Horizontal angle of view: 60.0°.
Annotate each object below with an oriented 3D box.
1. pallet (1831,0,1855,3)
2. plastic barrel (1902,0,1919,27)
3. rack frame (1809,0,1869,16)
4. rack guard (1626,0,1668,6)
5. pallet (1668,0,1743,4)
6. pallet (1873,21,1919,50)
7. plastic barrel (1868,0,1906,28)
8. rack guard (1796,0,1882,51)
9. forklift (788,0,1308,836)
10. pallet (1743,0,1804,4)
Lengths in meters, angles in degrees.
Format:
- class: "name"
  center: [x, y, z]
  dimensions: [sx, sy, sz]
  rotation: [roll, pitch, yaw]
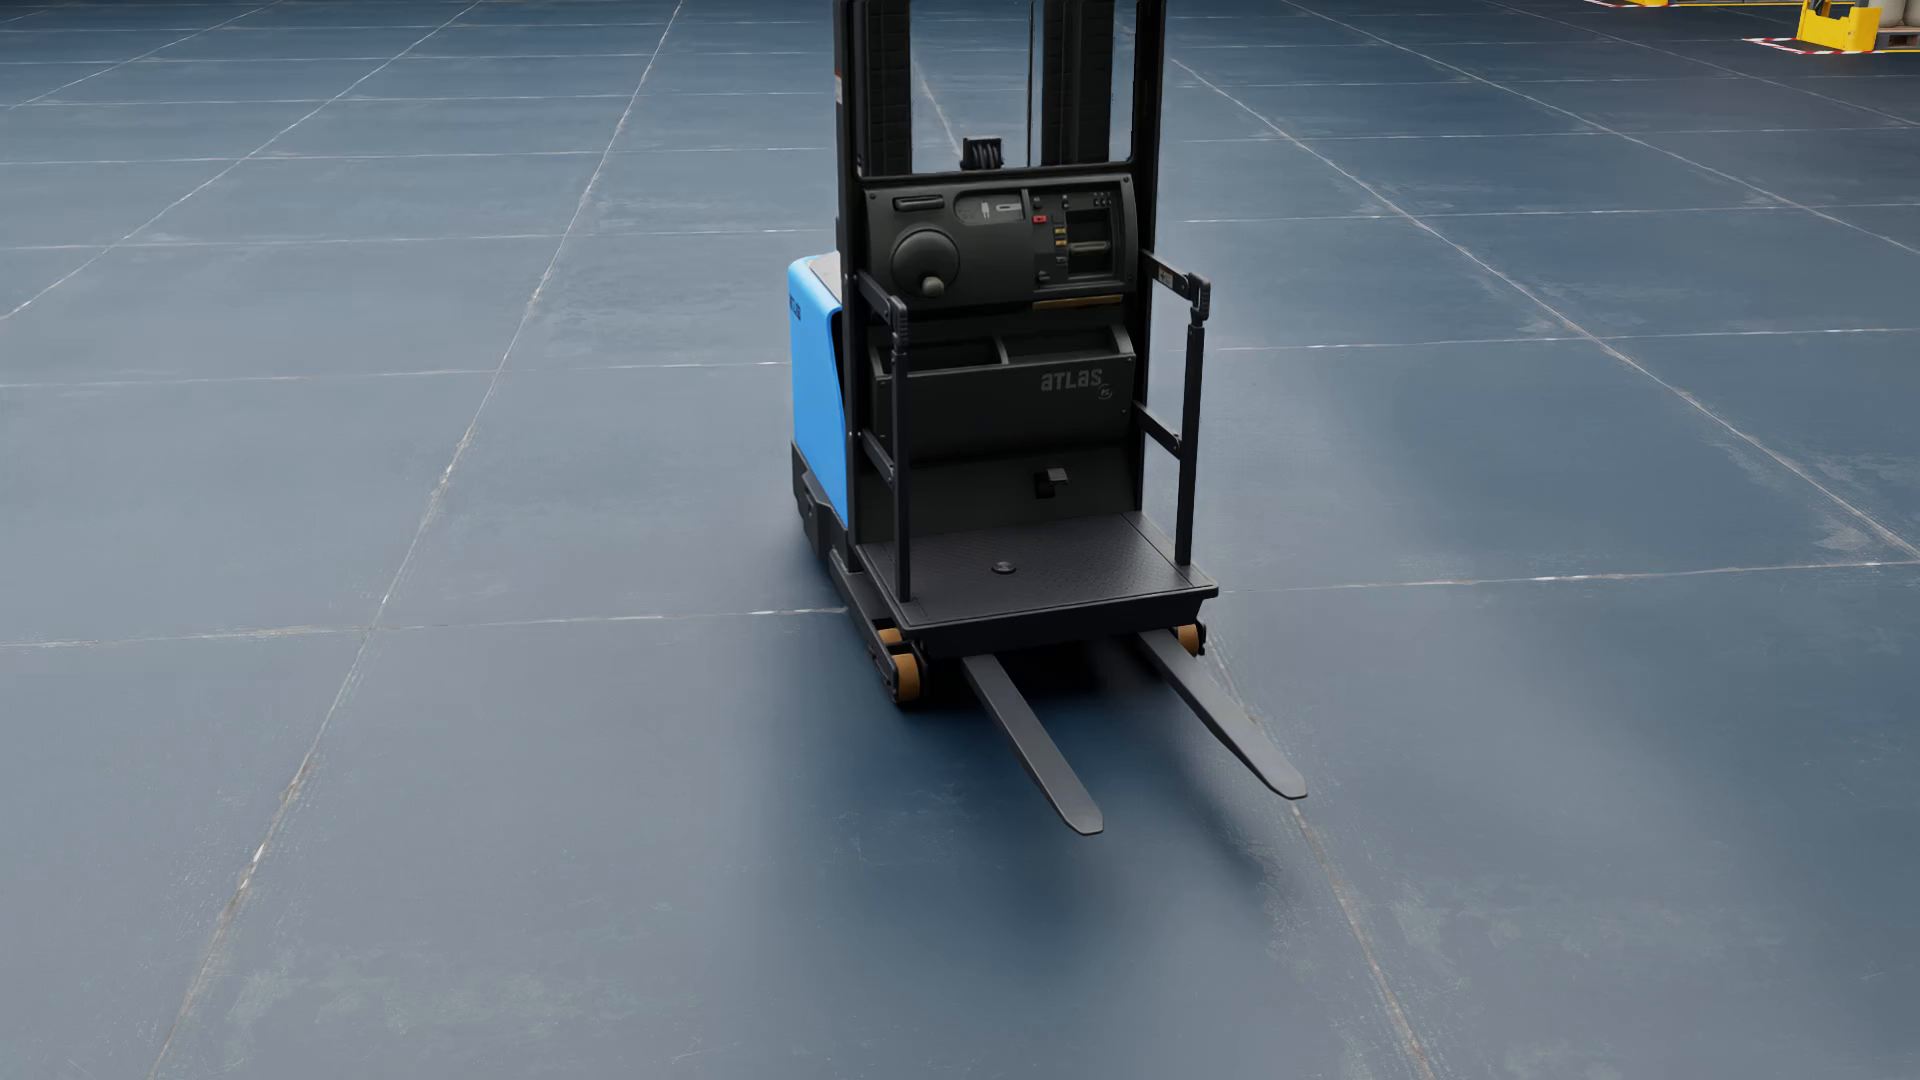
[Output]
- class: "pallet"
  center: [13.383, -8.317, 25.201]
  dimensions: [1.213, 0.211, 1.003]
  rotation: [-2, 24, -5]
- class: "plastic barrel"
  center: [11.827, -6.576, 20.397]
  dimensions: [0.421, 0.512, 0.421]
  rotation: [0, 24, 0]
- class: "rack frame"
  center: [10.681, -7.444, 19.804]
  dimensions: [0.127, 3.000, 1.000]
  rotation: [-2, 24, -5]
- class: "rack guard"
  center: [10.174, -8.303, 24.814]
  dimensions: [0.348, 0.500, 1.175]
  rotation: [-2, 24, -5]
- class: "pallet"
  center: [10.955, -8.219, 24.982]
  dimensions: [1.213, 0.211, 1.003]
  rotation: [-2, 24, -5]
- class: "pallet"
  center: [11.561, -6.222, 20.488]
  dimensions: [1.213, 0.211, 1.003]
  rotation: [-2, 24, -5]
- class: "plastic barrel"
  center: [11.328, -6.556, 20.352]
  dimensions: [0.421, 0.512, 0.421]
  rotation: [0, 24, 0]
- class: "rack guard"
  center: [10.752, -6.323, 20.361]
  dimensions: [0.348, 0.500, 1.175]
  rotation: [-2, 24, -5]
- class: "forklift"
  center: [0.210, -0.978, 5.341]
  dimensions: [1.130, 2.935, 3.031]
  rotation: [-7, 25, -15]
- class: "pallet"
  center: [12.166, -8.267, 25.088]
  dimensions: [1.213, 0.211, 1.003]
  rotation: [-2, 24, -5]
